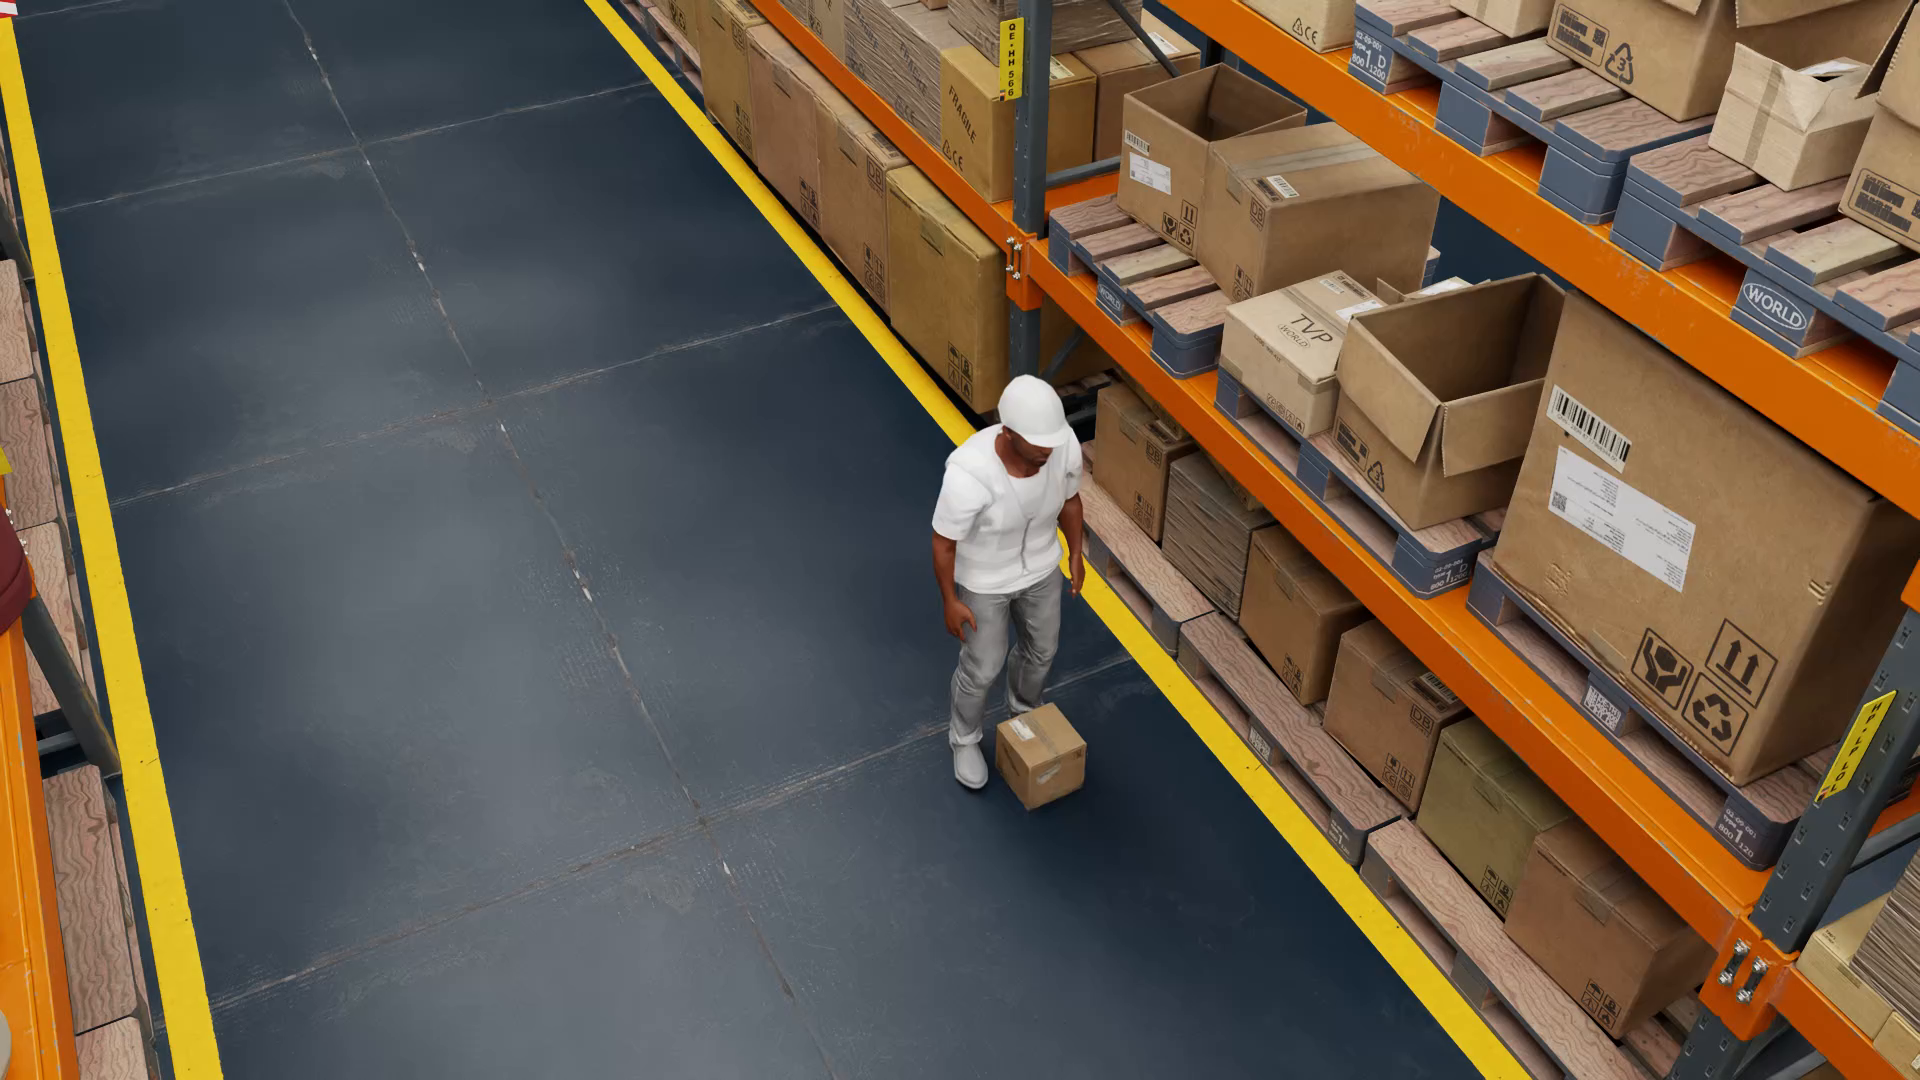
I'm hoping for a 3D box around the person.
[{"bbox_3d":[0.190,0.126,5.999,0.611,1.761,0.454,-20,45,-22],"label":"person"}]
